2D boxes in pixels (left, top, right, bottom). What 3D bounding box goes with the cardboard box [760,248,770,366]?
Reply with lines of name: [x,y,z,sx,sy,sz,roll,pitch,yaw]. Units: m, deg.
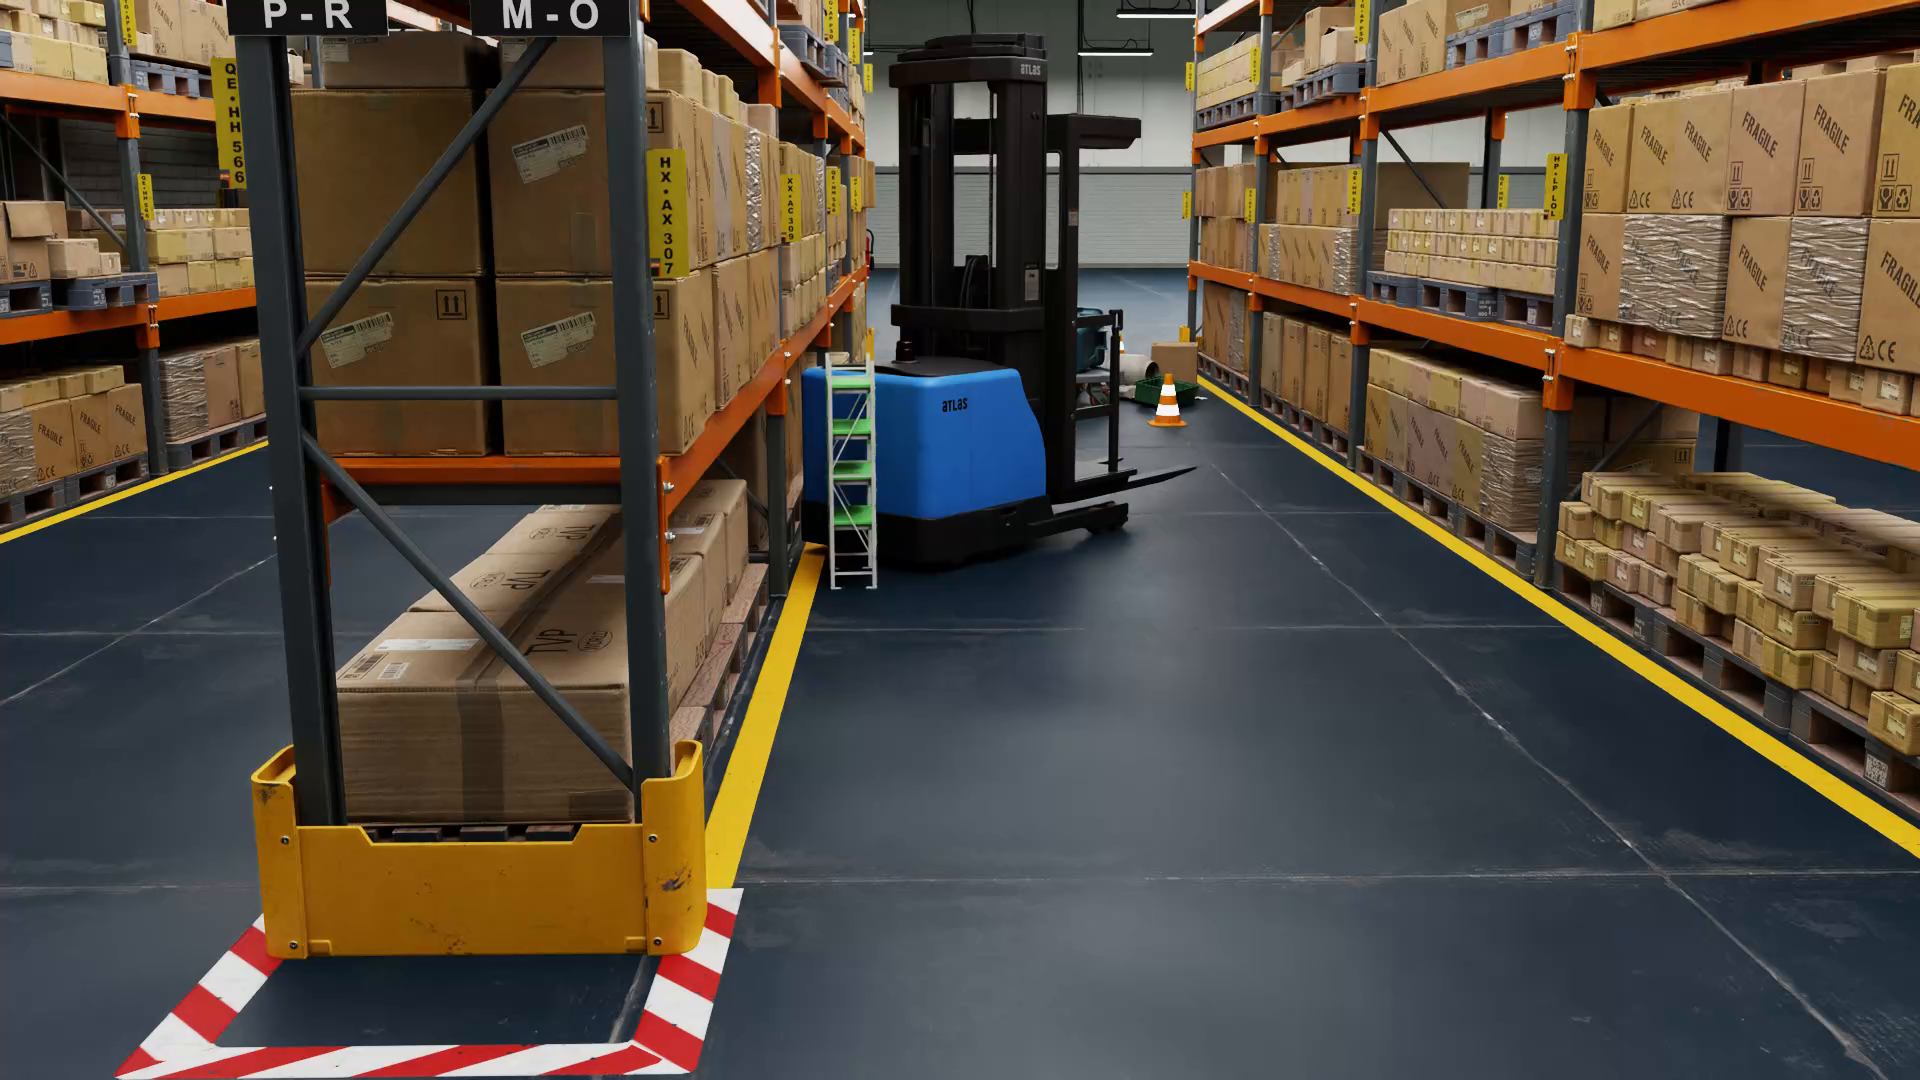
cardboard box: [-1.112,-1.031,7.346,0.500,0.500,0.500,-1,11,-3]

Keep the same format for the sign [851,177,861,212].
sign: [-1.003,-3.336,16.047,0.100,0.325,0.005,0,11,-1]

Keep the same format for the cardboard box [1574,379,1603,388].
cardboard box: [3.789,-0.818,9.892,0.500,0.250,0.500,0,11,0]

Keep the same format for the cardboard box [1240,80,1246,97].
cardboard box: [3.049,-4.581,16.873,0.380,0.149,0.250,0,11,0]

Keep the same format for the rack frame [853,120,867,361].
rack frame: [-1.641,-3.561,20.067,1.000,3.000,0.127,0,11,-1]

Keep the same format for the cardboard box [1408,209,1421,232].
cardboard box: [3.296,-2.191,11.391,0.380,0.149,0.250,0,11,-1]

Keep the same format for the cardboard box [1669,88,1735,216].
cardboard box: [3.325,-1.607,6.921,0.500,0.500,0.500,0,11,0]

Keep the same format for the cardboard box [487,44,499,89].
cardboard box: [-1.547,-1.358,4.812,0.380,0.149,0.250,0,11,0]

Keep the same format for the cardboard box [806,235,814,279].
cardboard box: [-1.155,-1.740,10.212,0.500,0.250,0.500,-1,11,-3]

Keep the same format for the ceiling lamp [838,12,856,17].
ceiling lamp: [-3.093,-12.602,34.864,2.000,3.185,0.800,0,11,-1]

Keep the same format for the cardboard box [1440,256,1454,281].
cardboard box: [3.308,-1.740,10.669,0.380,0.149,0.250,0,11,0]

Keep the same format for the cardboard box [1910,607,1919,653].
cardboard box: [3.425,0.325,5.533,0.380,0.149,0.250,0,11,0]

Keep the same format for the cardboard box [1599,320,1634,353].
cardboard box: [3.312,-0.984,7.998,0.380,0.149,0.250,0,11,1]

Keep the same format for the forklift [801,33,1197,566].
forklift: [0.404,-1.533,10.242,1.130,2.935,3.031,9,15,39]

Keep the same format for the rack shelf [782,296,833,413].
rack shelf: [-1.434,-1.221,10.340,1.077,0.370,4.000,0,11,-1]

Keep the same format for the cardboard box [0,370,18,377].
cardboard box: [-6.760,-1.090,11.489,0.380,0.149,0.250,0,11,1]

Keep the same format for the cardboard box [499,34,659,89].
cardboard box: [-1.041,-1.309,4.569,0.380,0.149,0.250,0,11,0]

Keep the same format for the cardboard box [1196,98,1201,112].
cardboard box: [2.993,-5.134,19.599,0.380,0.149,0.250,0,11,-1]

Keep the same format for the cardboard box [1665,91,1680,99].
cardboard box: [8.034,-4.879,18.395,0.380,0.149,0.250,-1,11,-4]

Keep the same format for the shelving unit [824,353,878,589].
shelving unit: [-0.586,-0.379,8.911,0.258,1.200,0.503,-1,12,-6]

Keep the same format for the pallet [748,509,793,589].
pallet: [-1.484,0.038,9.341,1.003,0.211,1.213,0,11,-1]

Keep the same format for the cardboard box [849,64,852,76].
cardboard box: [-1.238,-4.567,16.111,0.380,0.149,0.250,0,11,-2]

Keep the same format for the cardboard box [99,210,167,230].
cardboard box: [-6.150,-2.381,12.368,0.380,0.149,0.250,0,11,1]

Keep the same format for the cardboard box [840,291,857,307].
cardboard box: [-1.243,-2.453,16.948,0.380,0.149,0.250,0,11,0]

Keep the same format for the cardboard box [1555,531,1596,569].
cardboard box: [3.240,0.049,8.387,0.380,0.149,0.250,-1,11,-4]

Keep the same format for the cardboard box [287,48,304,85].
cardboard box: [-6.262,-4.283,14.998,0.500,0.311,0.500,-1,11,-3]

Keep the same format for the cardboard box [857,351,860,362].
cardboard box: [-1.323,-1.849,17.486,0.500,0.250,0.500,0,11,2]

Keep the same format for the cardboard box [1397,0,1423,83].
cardboard box: [3.235,-3.316,11.065,0.500,0.500,0.500,0,11,-1]

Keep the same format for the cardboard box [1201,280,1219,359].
cardboard box: [3.386,-2.631,19.773,0.875,0.875,0.875,0,11,-1]

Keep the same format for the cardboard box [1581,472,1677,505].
cardboard box: [3.354,-0.247,8.349,0.380,0.149,0.250,0,11,1]

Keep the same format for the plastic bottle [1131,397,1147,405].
plastic bottle: [1.874,-1.415,16.879,0.133,0.061,0.283,-7,13,-30]

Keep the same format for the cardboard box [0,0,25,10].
cardboard box: [-6.116,-3.412,10.417,0.380,0.149,0.250,0,11,-2]

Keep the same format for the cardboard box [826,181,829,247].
cardboard box: [-1.253,-2.462,12.593,0.500,0.500,0.500,-1,11,-3]

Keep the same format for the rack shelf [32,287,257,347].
rack shelf: [-6.479,-1.995,14.155,1.077,0.370,4.000,0,11,-1]

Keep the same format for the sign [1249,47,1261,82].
sign: [2.834,-4.566,15.977,0.100,0.325,0.005,0,11,-1]

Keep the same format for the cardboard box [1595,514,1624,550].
cardboard box: [3.337,-0.047,8.113,0.380,0.149,0.250,0,11,-1]

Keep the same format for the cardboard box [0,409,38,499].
cardboard box: [-6.172,-0.540,10.409,0.500,0.500,0.500,-1,11,-3]

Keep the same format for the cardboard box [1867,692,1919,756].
cardboard box: [3.311,0.616,5.592,0.380,0.149,0.250,0,11,1]

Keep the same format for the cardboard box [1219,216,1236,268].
cardboard box: [3.331,-3.275,18.281,0.875,0.550,0.500,0,11,-1]

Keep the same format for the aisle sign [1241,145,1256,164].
aisle sign: [3.605,-4.891,20.083,0.394,0.787,0.004,0,11,-1]

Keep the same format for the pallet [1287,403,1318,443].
pallet: [3.508,-1.043,14.671,1.003,0.211,1.213,0,11,-1]

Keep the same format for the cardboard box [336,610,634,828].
cardboard box: [-1.424,0.539,5.248,0.875,0.438,0.875,-1,11,-3]

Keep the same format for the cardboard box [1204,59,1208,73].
cardboard box: [3.005,-5.426,19.032,0.380,0.149,0.250,0,11,-2]

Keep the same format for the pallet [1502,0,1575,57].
pallet: [3.648,-2.717,8.836,1.213,0.211,1.003,0,11,-1]

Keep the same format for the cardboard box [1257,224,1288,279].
cardboard box: [3.131,-2.750,15.816,0.500,0.500,0.500,0,11,-1]

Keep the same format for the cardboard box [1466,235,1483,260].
cardboard box: [3.318,-1.785,10.140,0.380,0.149,0.250,0,11,-1]

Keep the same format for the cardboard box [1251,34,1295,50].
cardboard box: [3.062,-4.870,16.295,0.380,0.149,0.250,0,11,-2]

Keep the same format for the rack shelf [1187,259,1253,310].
rack shelf: [3.347,-2.851,18.378,1.077,0.370,4.000,0,11,-1]

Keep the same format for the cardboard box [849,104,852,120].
cardboard box: [-1.266,-4.228,16.443,0.380,0.149,0.250,0,11,-1]

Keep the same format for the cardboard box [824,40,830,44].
cardboard box: [-1.376,-4.296,14.208,0.500,0.250,0.500,0,11,0]

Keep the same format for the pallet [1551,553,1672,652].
pallet: [3.603,0.284,8.128,1.003,0.211,1.213,0,11,-1]

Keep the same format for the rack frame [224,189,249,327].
rack frame: [-6.521,-2.745,16.044,1.000,3.000,0.127,0,11,-1]
